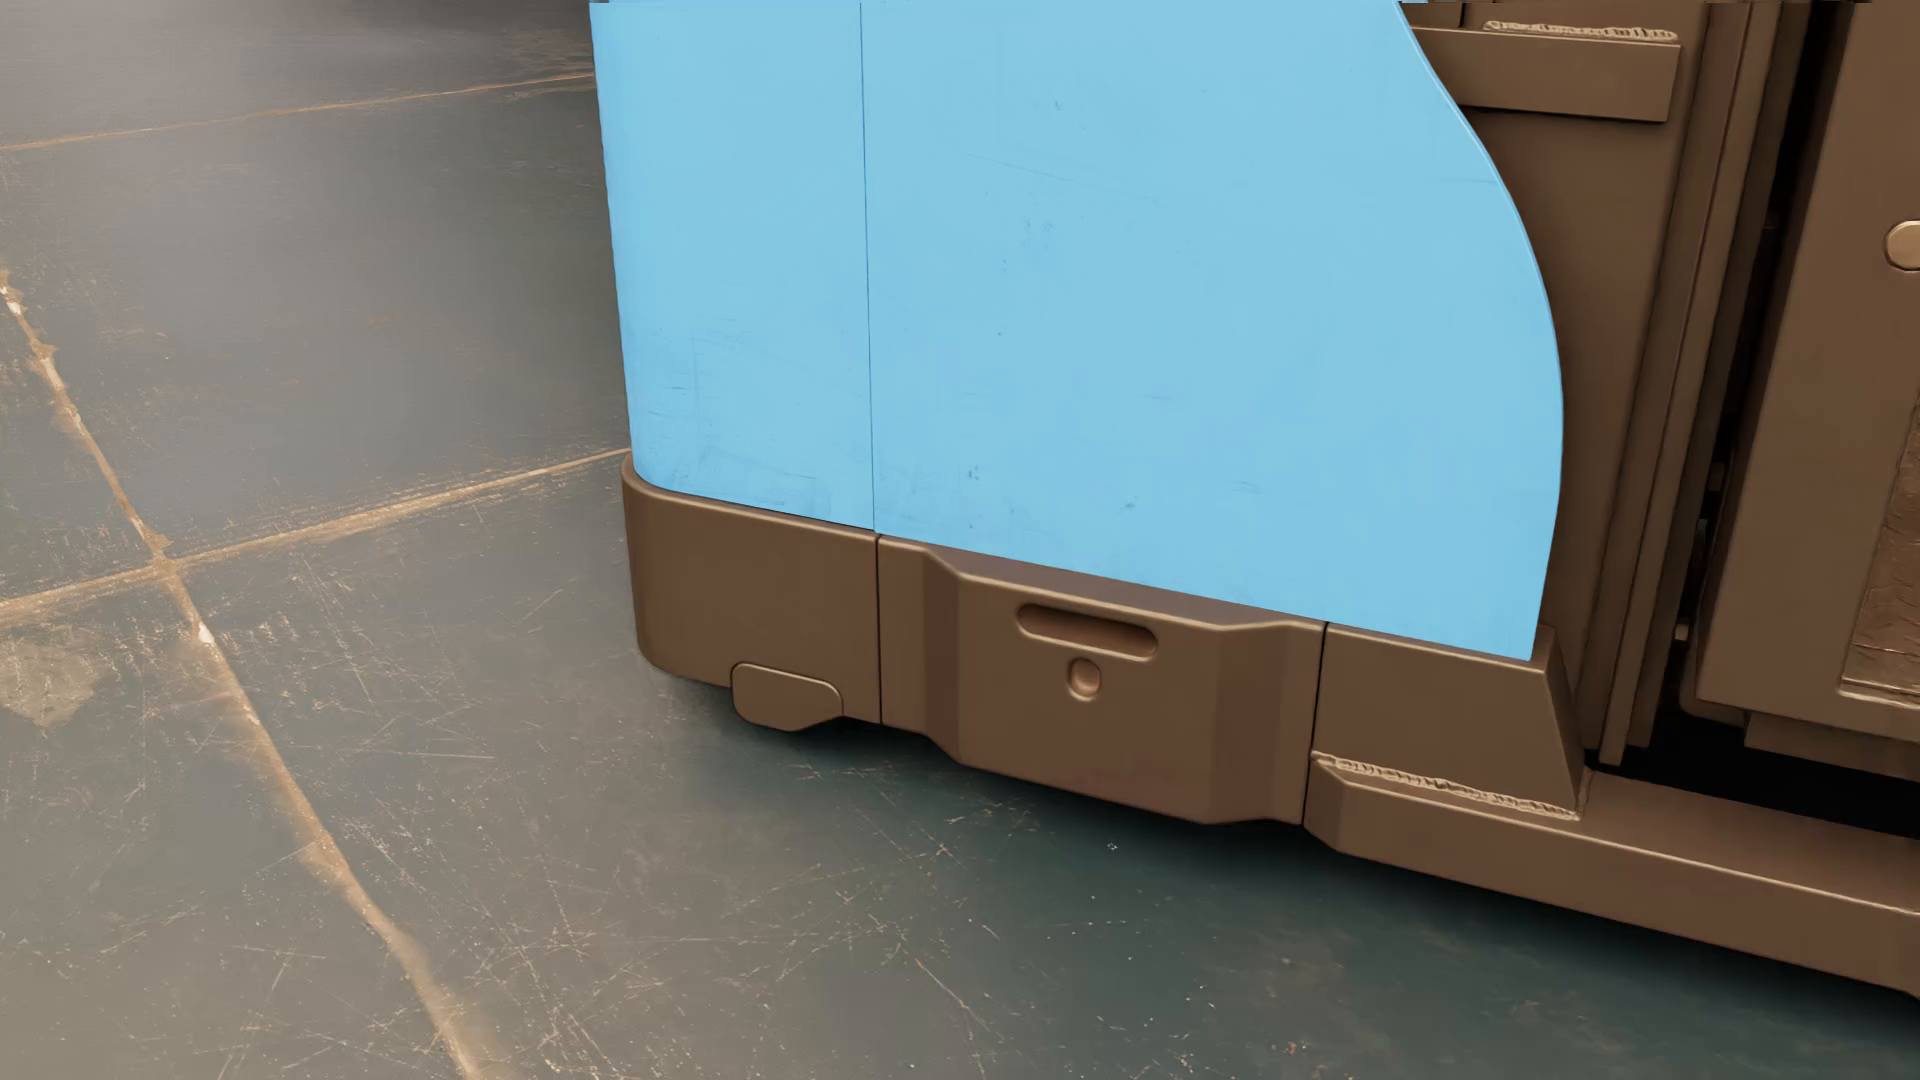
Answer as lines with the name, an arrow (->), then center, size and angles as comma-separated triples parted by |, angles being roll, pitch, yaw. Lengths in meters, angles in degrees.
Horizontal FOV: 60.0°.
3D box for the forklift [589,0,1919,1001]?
forklift -> 1.159, -1.045, 1.315 | 3.031, 2.935, 1.130 | 11, 29, 21
